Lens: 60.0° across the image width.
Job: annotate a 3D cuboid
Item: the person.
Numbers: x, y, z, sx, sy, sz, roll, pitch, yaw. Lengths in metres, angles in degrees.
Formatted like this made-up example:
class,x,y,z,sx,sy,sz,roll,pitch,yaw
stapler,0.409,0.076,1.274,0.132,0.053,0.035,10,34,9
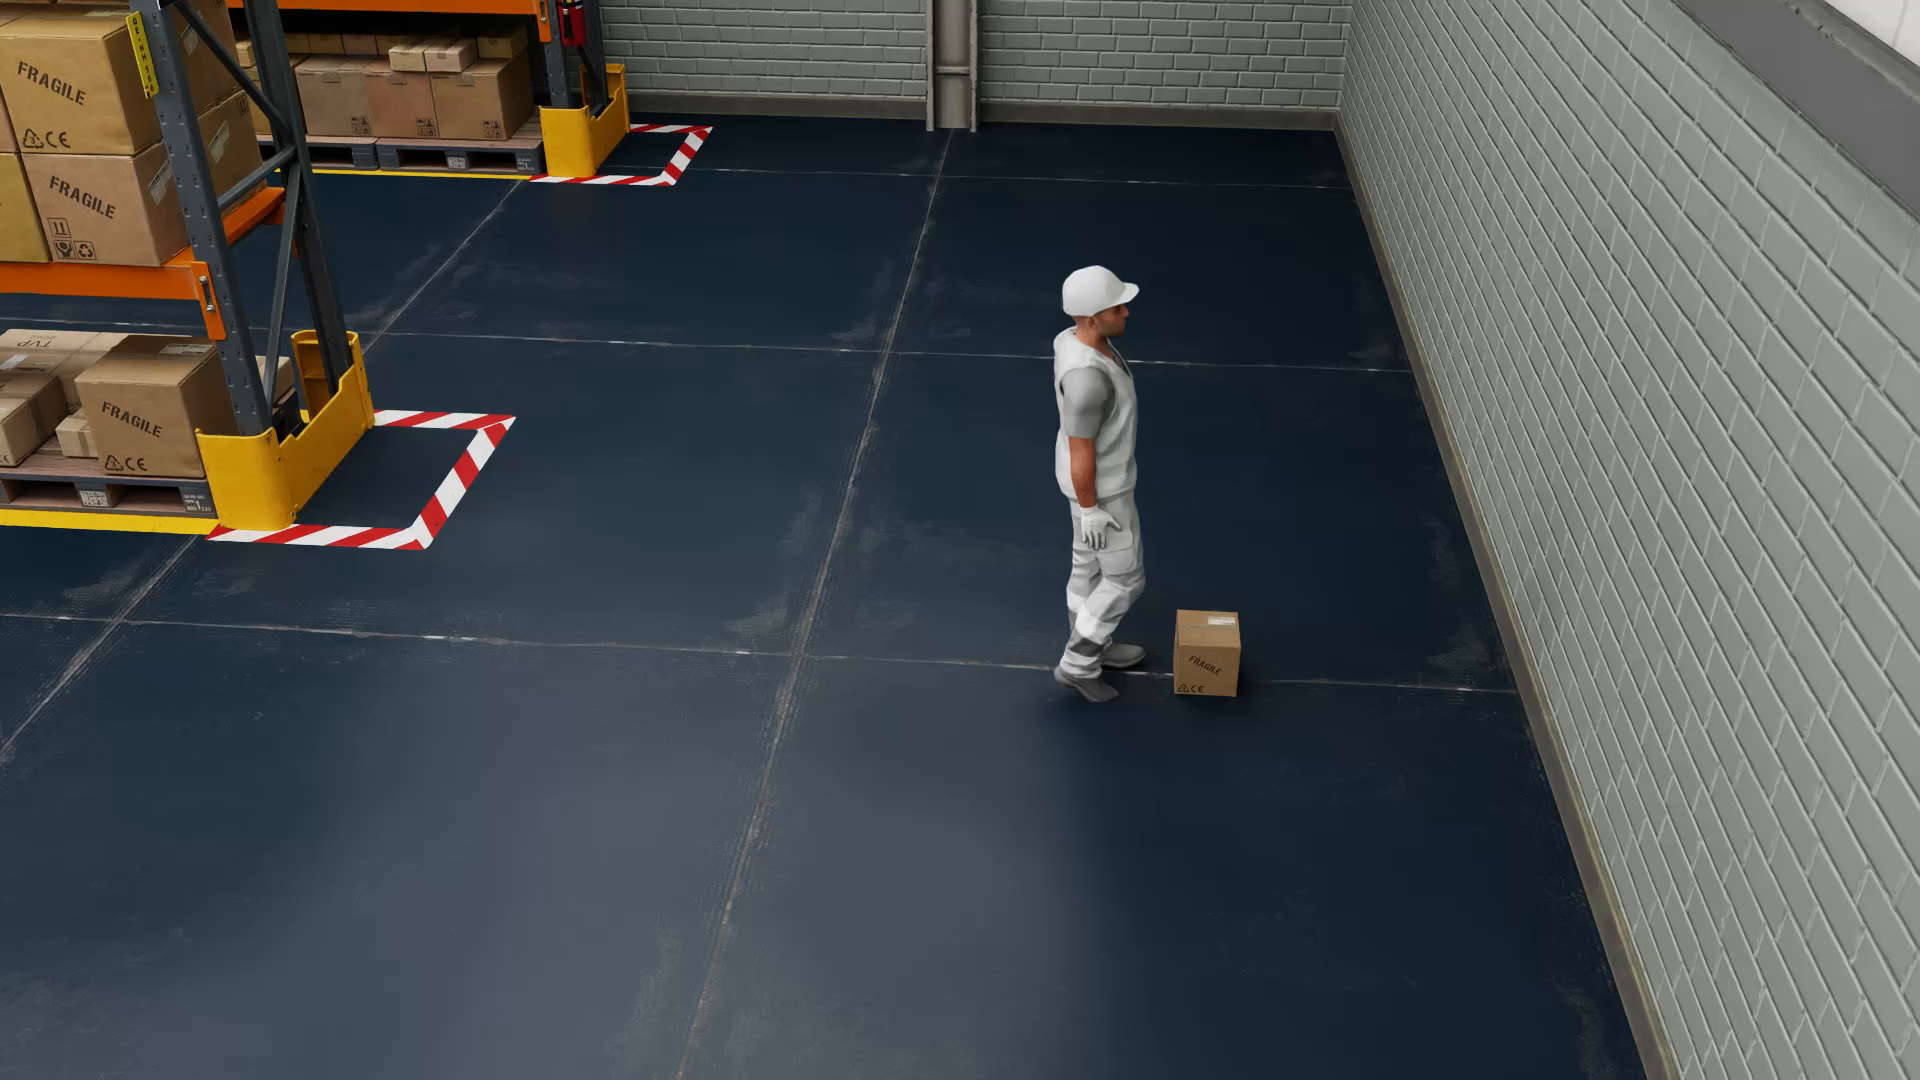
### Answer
class,x,y,z,sx,sy,sz,roll,pitch,yaw
person,0.564,-0.205,6.467,0.426,1.839,0.564,0,32,0
